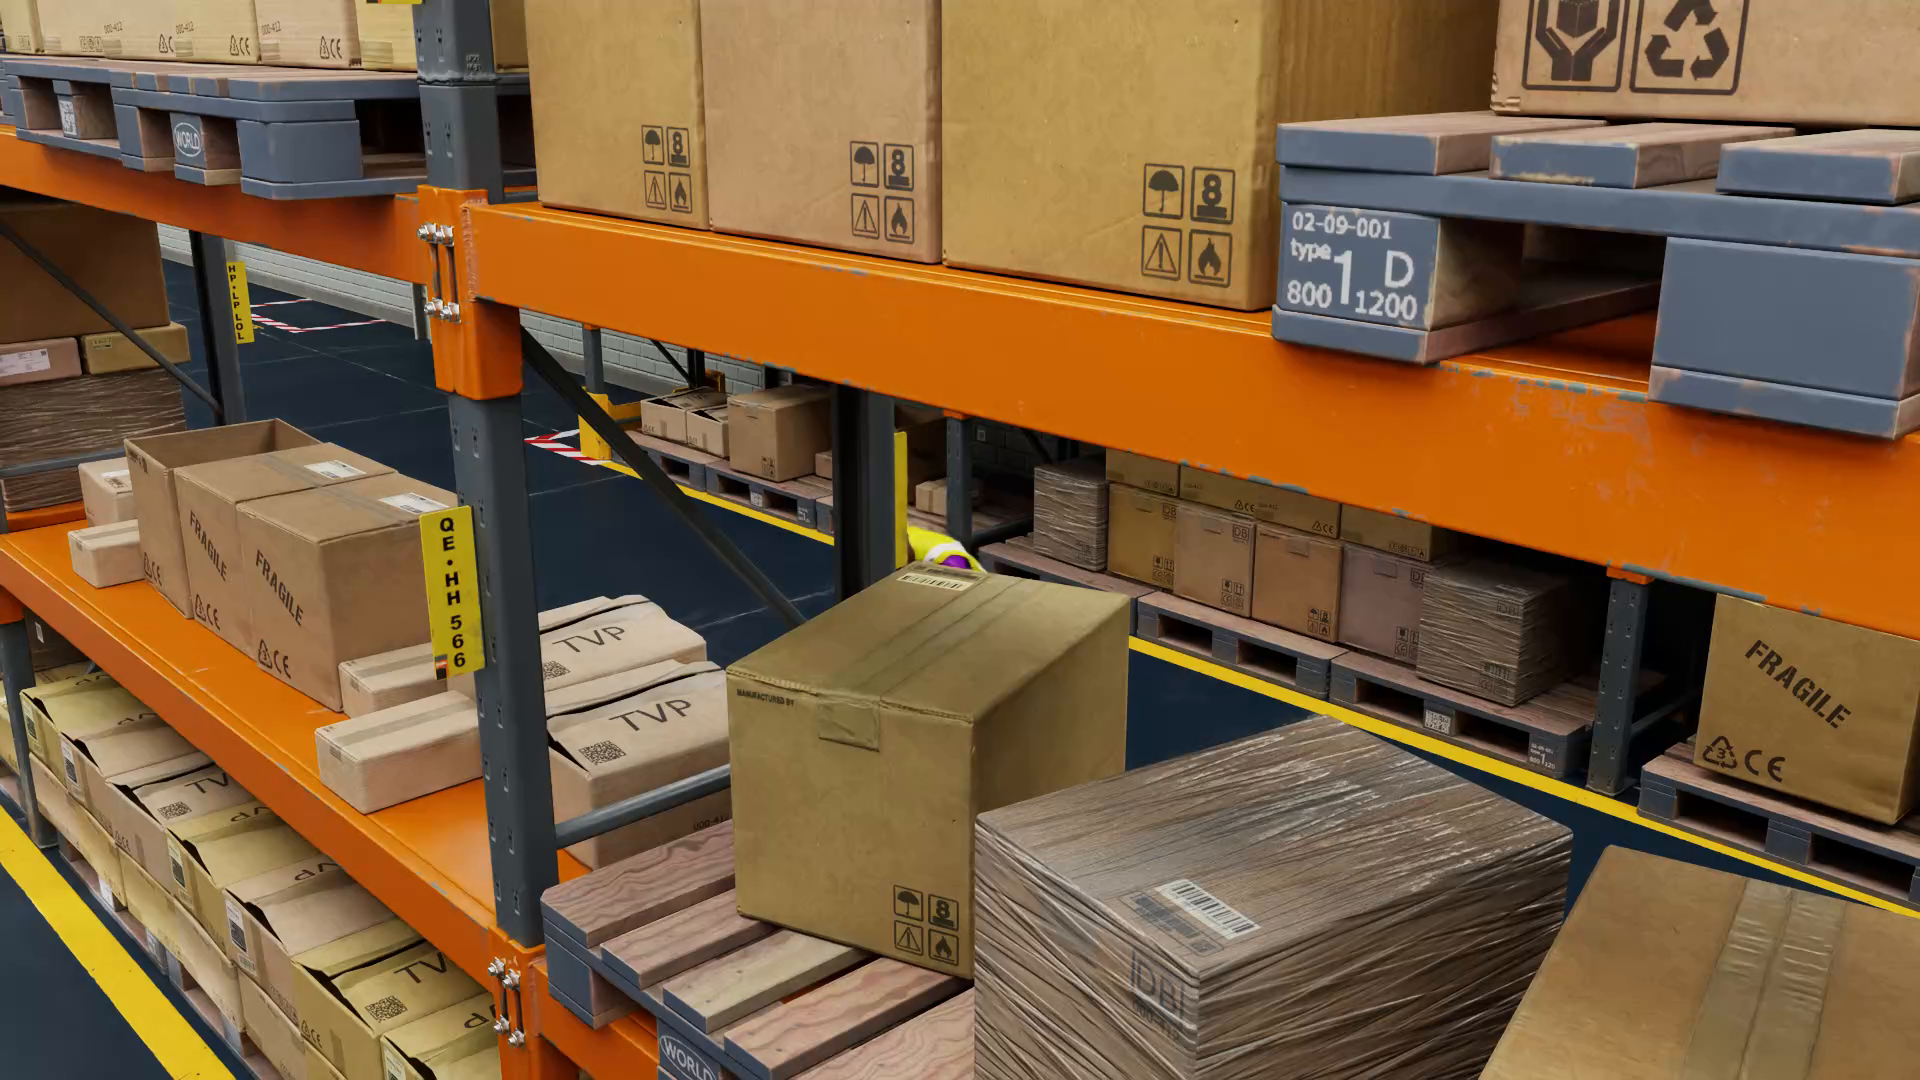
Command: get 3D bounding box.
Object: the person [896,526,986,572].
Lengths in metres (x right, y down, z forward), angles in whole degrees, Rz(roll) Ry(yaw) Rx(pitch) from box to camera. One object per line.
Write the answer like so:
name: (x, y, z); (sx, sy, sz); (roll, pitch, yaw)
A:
person: (-0.142, 0.426, 7.001); (0.828, 1.253, 0.625); (-16, 23, -41)
